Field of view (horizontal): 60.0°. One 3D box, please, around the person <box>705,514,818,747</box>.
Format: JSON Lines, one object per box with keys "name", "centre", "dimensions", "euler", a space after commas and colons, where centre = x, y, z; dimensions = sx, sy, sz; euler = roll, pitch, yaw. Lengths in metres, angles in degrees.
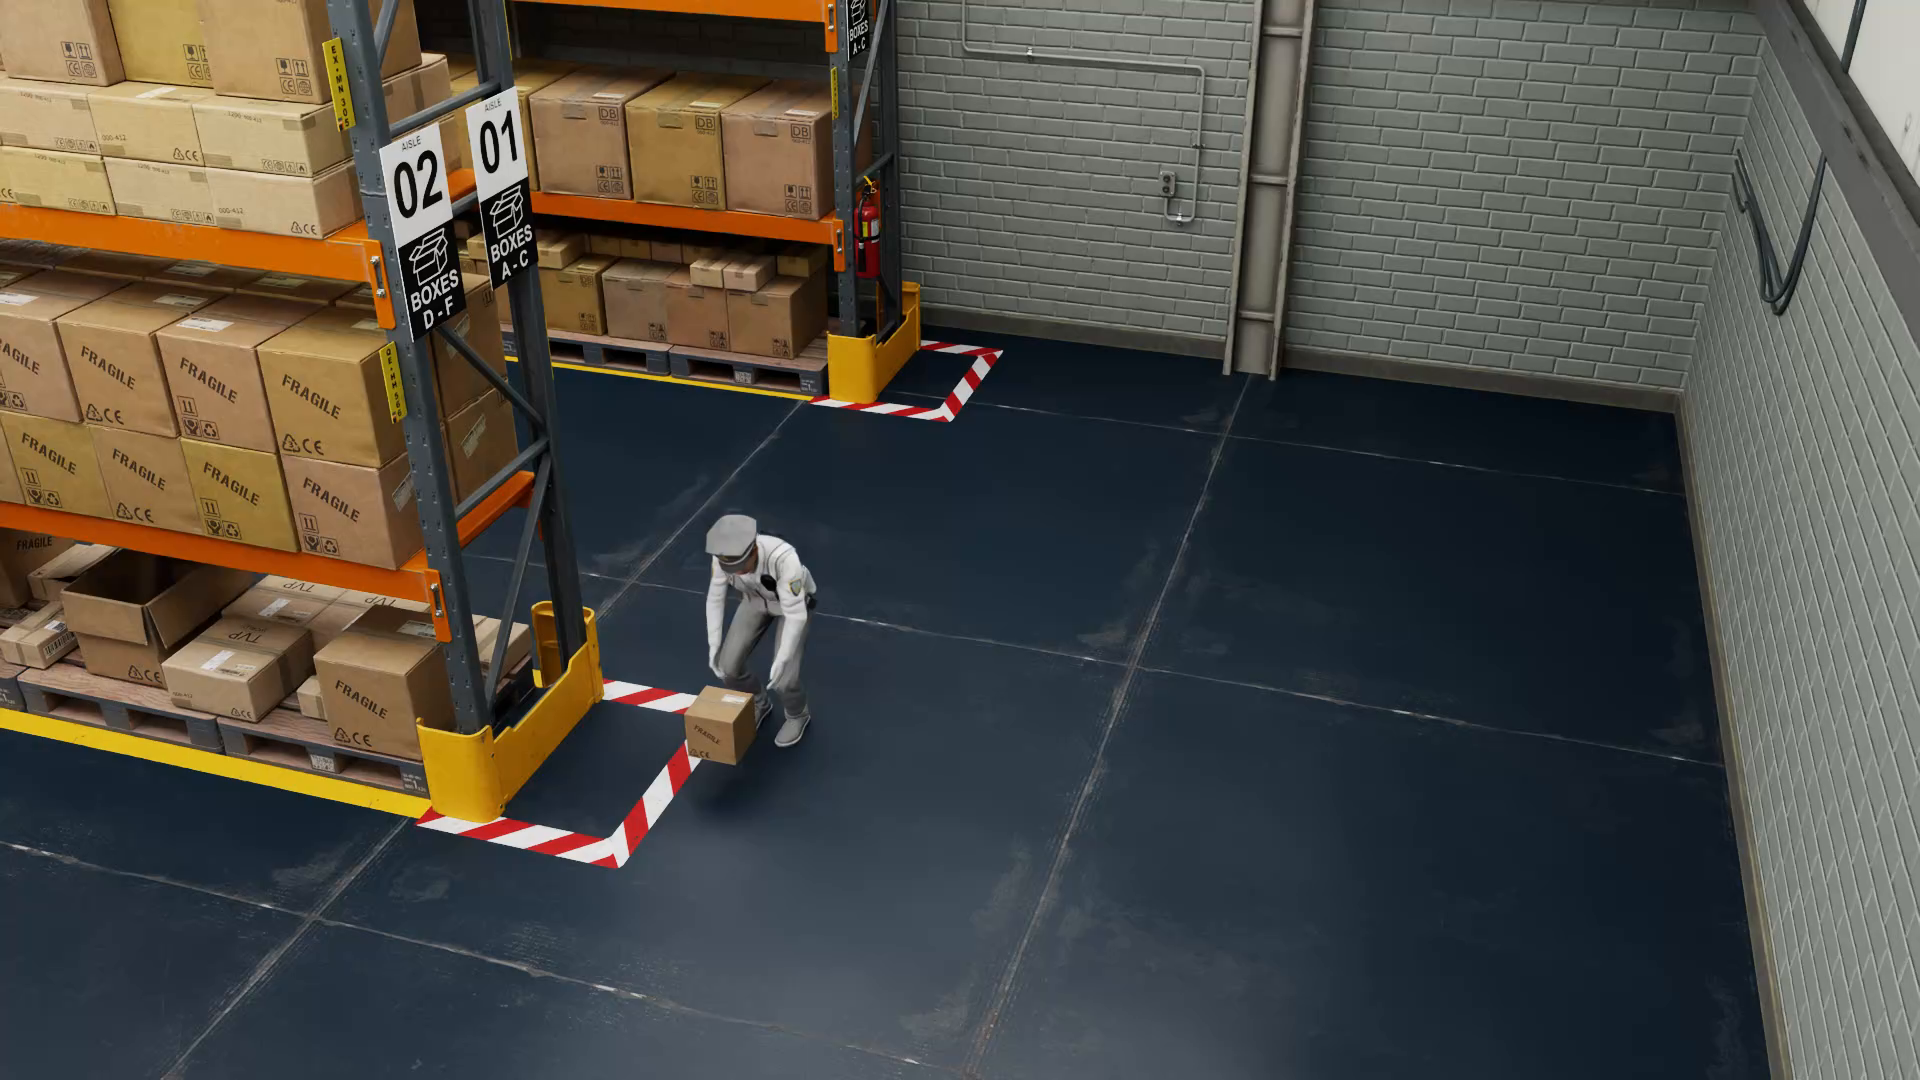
{"name": "person", "centre": [-0.949, 0.409, 8.103], "dimensions": [0.535, 1.349, 0.723], "euler": [12, 32, 21]}
